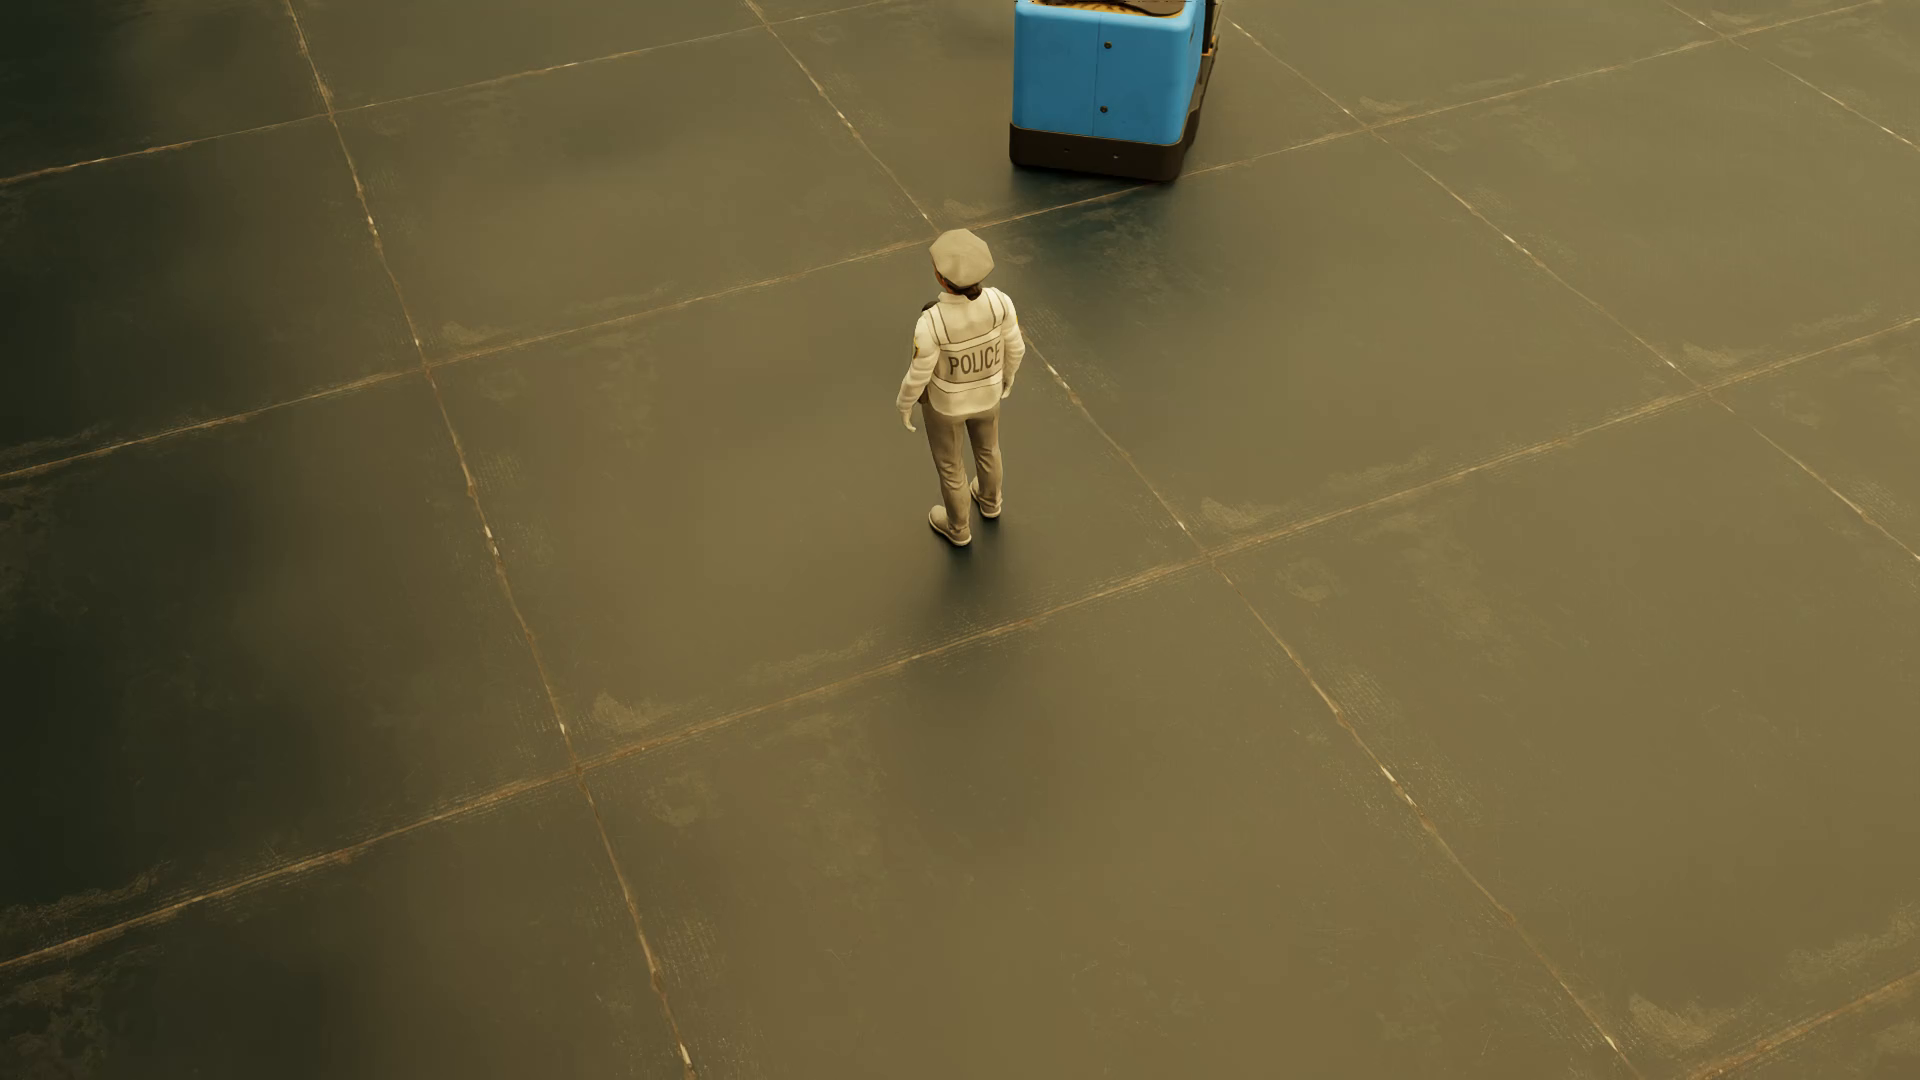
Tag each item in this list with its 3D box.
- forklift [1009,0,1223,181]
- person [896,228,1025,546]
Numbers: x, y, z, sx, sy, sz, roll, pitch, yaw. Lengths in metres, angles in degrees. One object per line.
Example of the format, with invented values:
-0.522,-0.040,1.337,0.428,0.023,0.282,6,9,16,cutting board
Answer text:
1.142,-4.260,10.244,1.130,2.935,3.031,9,44,10,forklift
-0.022,-0.669,7.293,0.586,1.694,0.530,-18,46,-18,person
